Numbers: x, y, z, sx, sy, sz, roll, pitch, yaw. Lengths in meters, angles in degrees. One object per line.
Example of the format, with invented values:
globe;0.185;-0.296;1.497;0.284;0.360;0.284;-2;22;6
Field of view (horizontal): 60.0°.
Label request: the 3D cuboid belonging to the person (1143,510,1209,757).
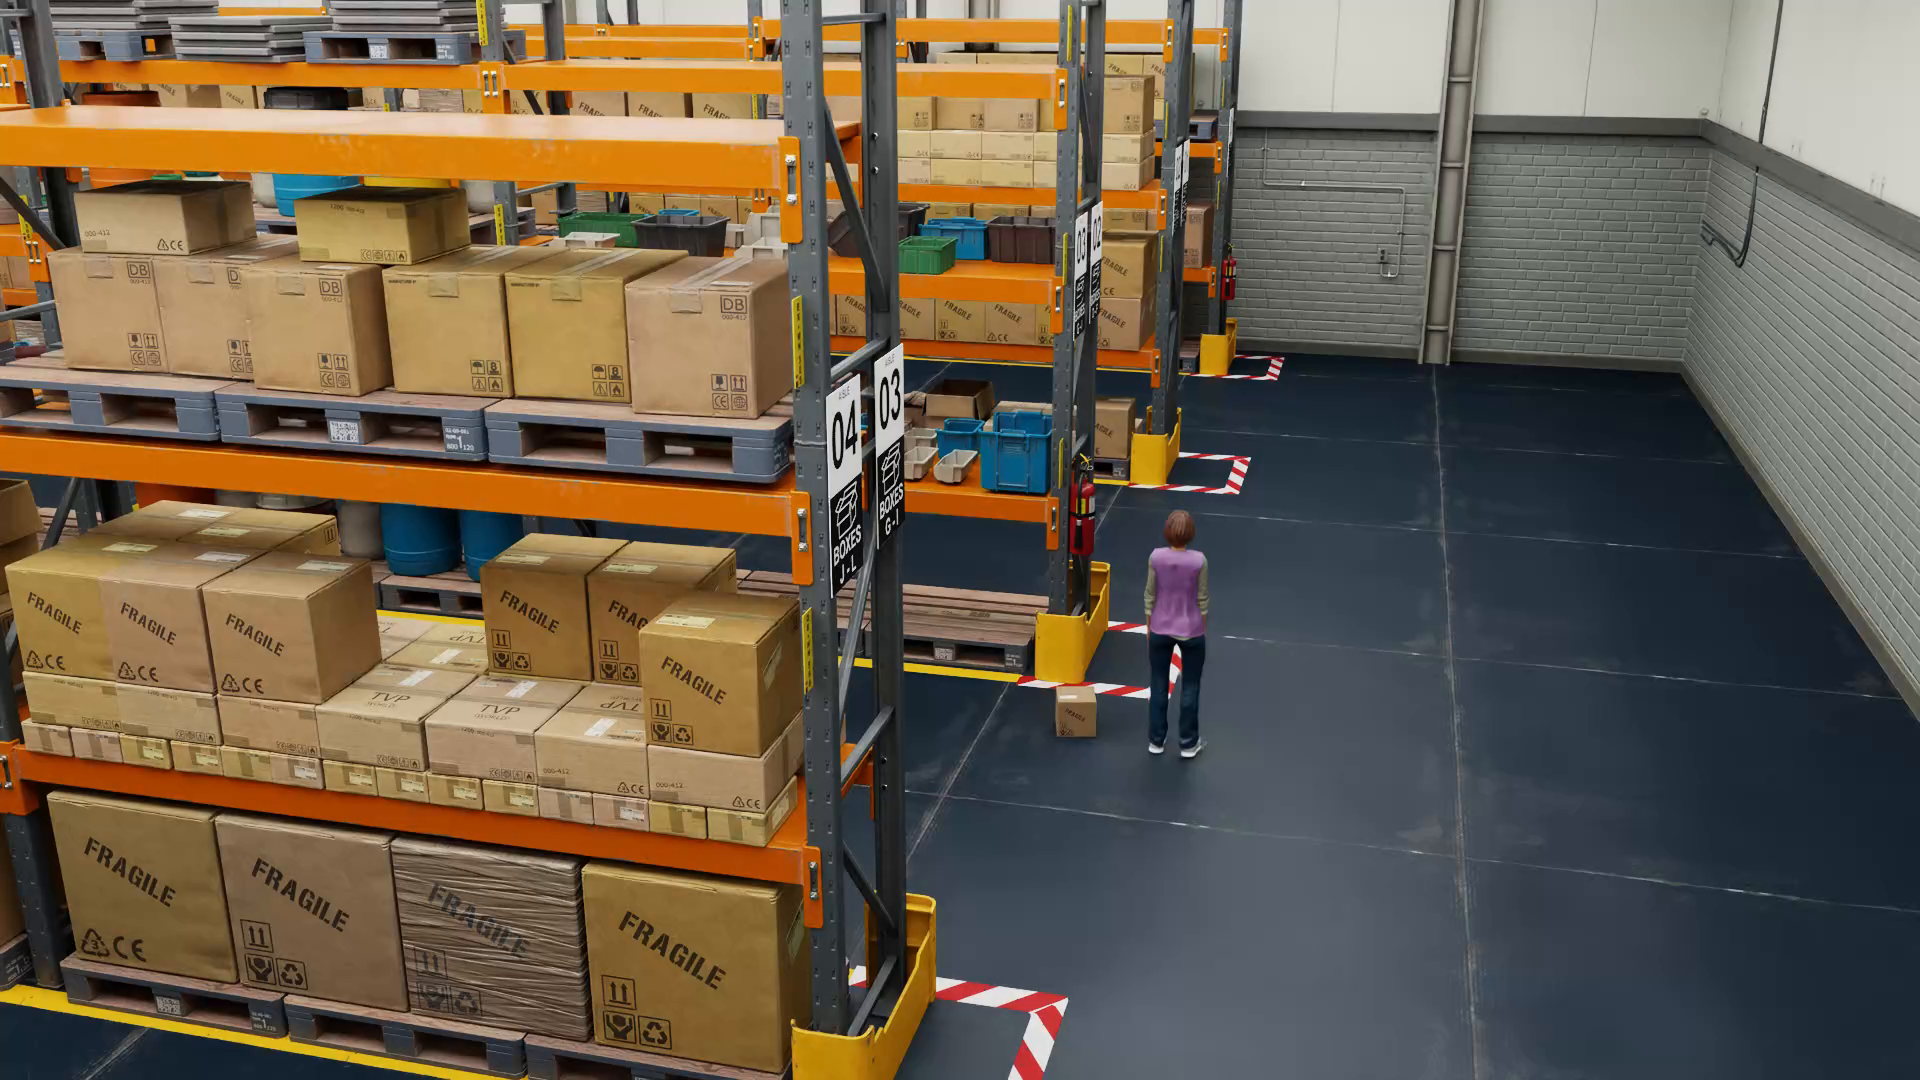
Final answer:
person;1.337;0.579;10.360;0.405;1.597;0.309;5;19;15
